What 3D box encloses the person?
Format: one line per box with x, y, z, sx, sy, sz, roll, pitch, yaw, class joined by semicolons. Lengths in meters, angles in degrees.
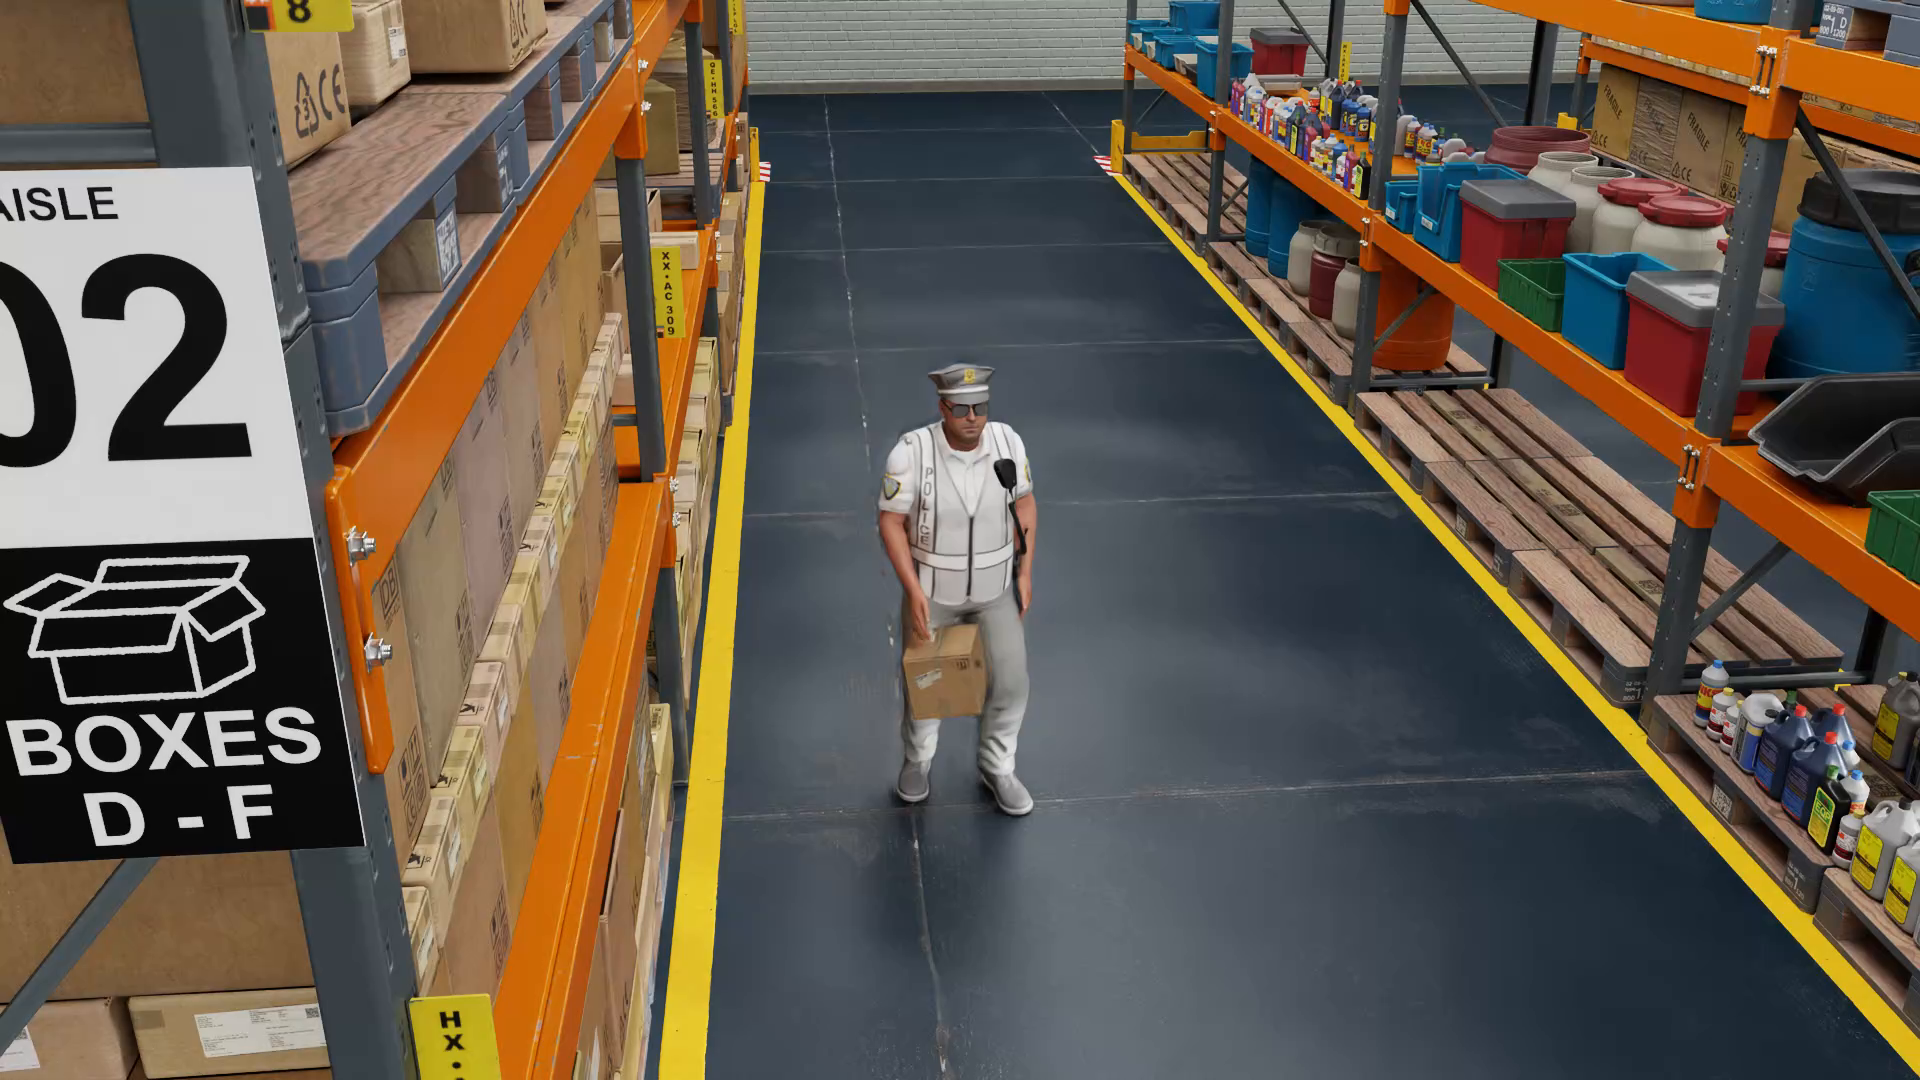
0.008;0.178;6.176;0.609;1.758;0.521;-6;24;-13;person
